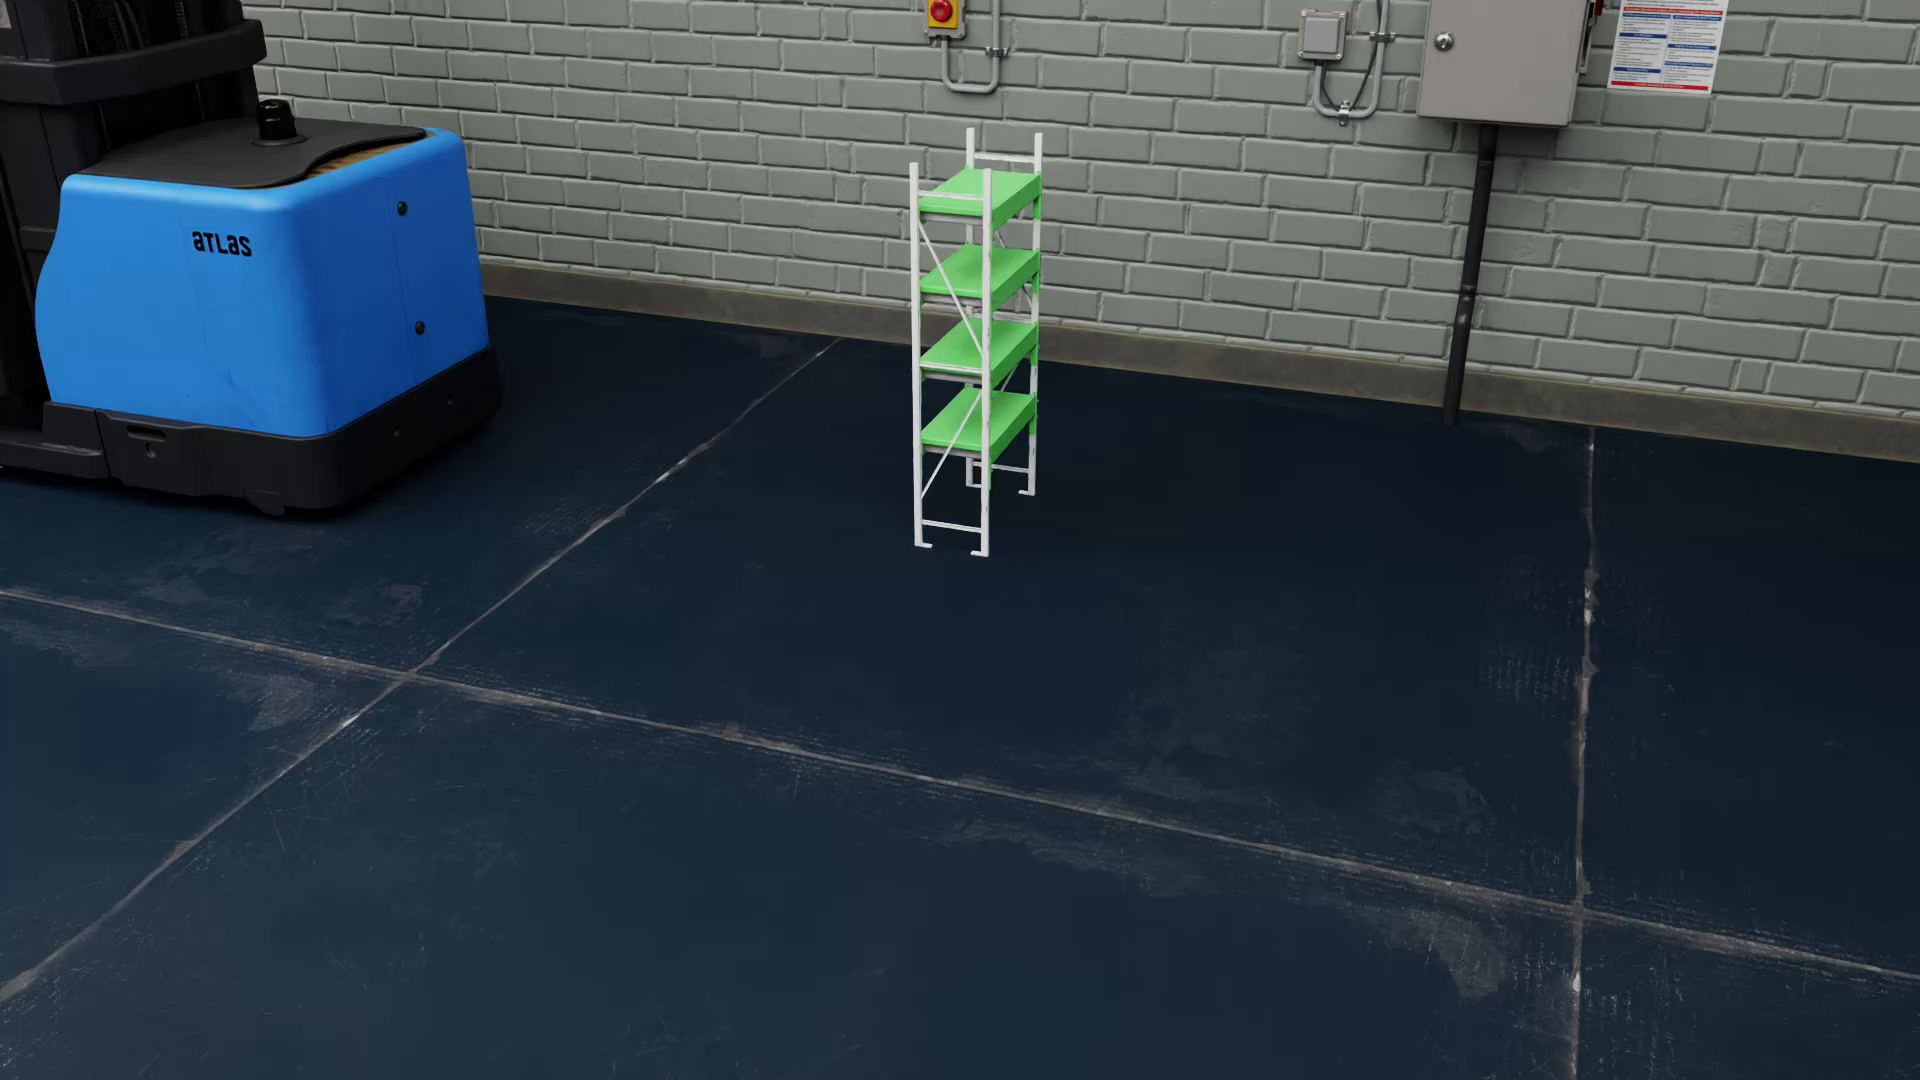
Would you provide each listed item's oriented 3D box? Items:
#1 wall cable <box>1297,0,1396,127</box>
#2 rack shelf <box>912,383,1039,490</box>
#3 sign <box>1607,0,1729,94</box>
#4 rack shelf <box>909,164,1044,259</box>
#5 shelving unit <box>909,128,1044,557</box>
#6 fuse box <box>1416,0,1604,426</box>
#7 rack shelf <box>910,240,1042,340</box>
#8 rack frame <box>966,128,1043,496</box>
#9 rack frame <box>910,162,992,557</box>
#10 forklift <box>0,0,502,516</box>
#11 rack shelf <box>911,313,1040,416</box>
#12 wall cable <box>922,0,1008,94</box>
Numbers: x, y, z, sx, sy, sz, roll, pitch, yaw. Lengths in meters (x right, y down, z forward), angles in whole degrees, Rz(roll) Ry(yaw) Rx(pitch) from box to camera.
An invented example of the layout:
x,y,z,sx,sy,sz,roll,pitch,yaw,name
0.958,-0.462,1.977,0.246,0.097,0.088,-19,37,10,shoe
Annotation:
x,y,z,sx,sy,sz,roll,pitch,yaw,name
1.232,-2.388,5.574,0.588,1.984,0.122,9,27,17,wall cable
0.055,-0.335,5.261,0.258,0.148,0.480,9,27,17,rack shelf
2.357,-1.738,5.506,0.329,0.494,0.001,9,27,17,sign
0.055,-0.983,4.948,0.258,0.148,0.480,9,27,17,rack shelf
0.055,-0.608,5.129,0.258,1.200,0.503,9,27,17,shelving unit
1.823,-1.187,5.739,0.539,1.711,0.414,9,27,17,fuse box
0.055,-0.767,5.052,0.258,0.148,0.480,9,27,17,rack shelf
0.136,-0.708,5.336,0.240,1.200,0.015,9,27,17,rack frame
-0.026,-0.508,4.922,0.240,1.200,0.015,9,27,17,rack frame
-3.254,-1.768,5.539,3.031,2.935,1.130,8,27,17,forklift
0.055,-0.551,5.157,0.258,0.148,0.480,9,27,17,rack shelf
-0.110,-2.603,5.983,0.585,1.953,0.123,9,27,17,wall cable
